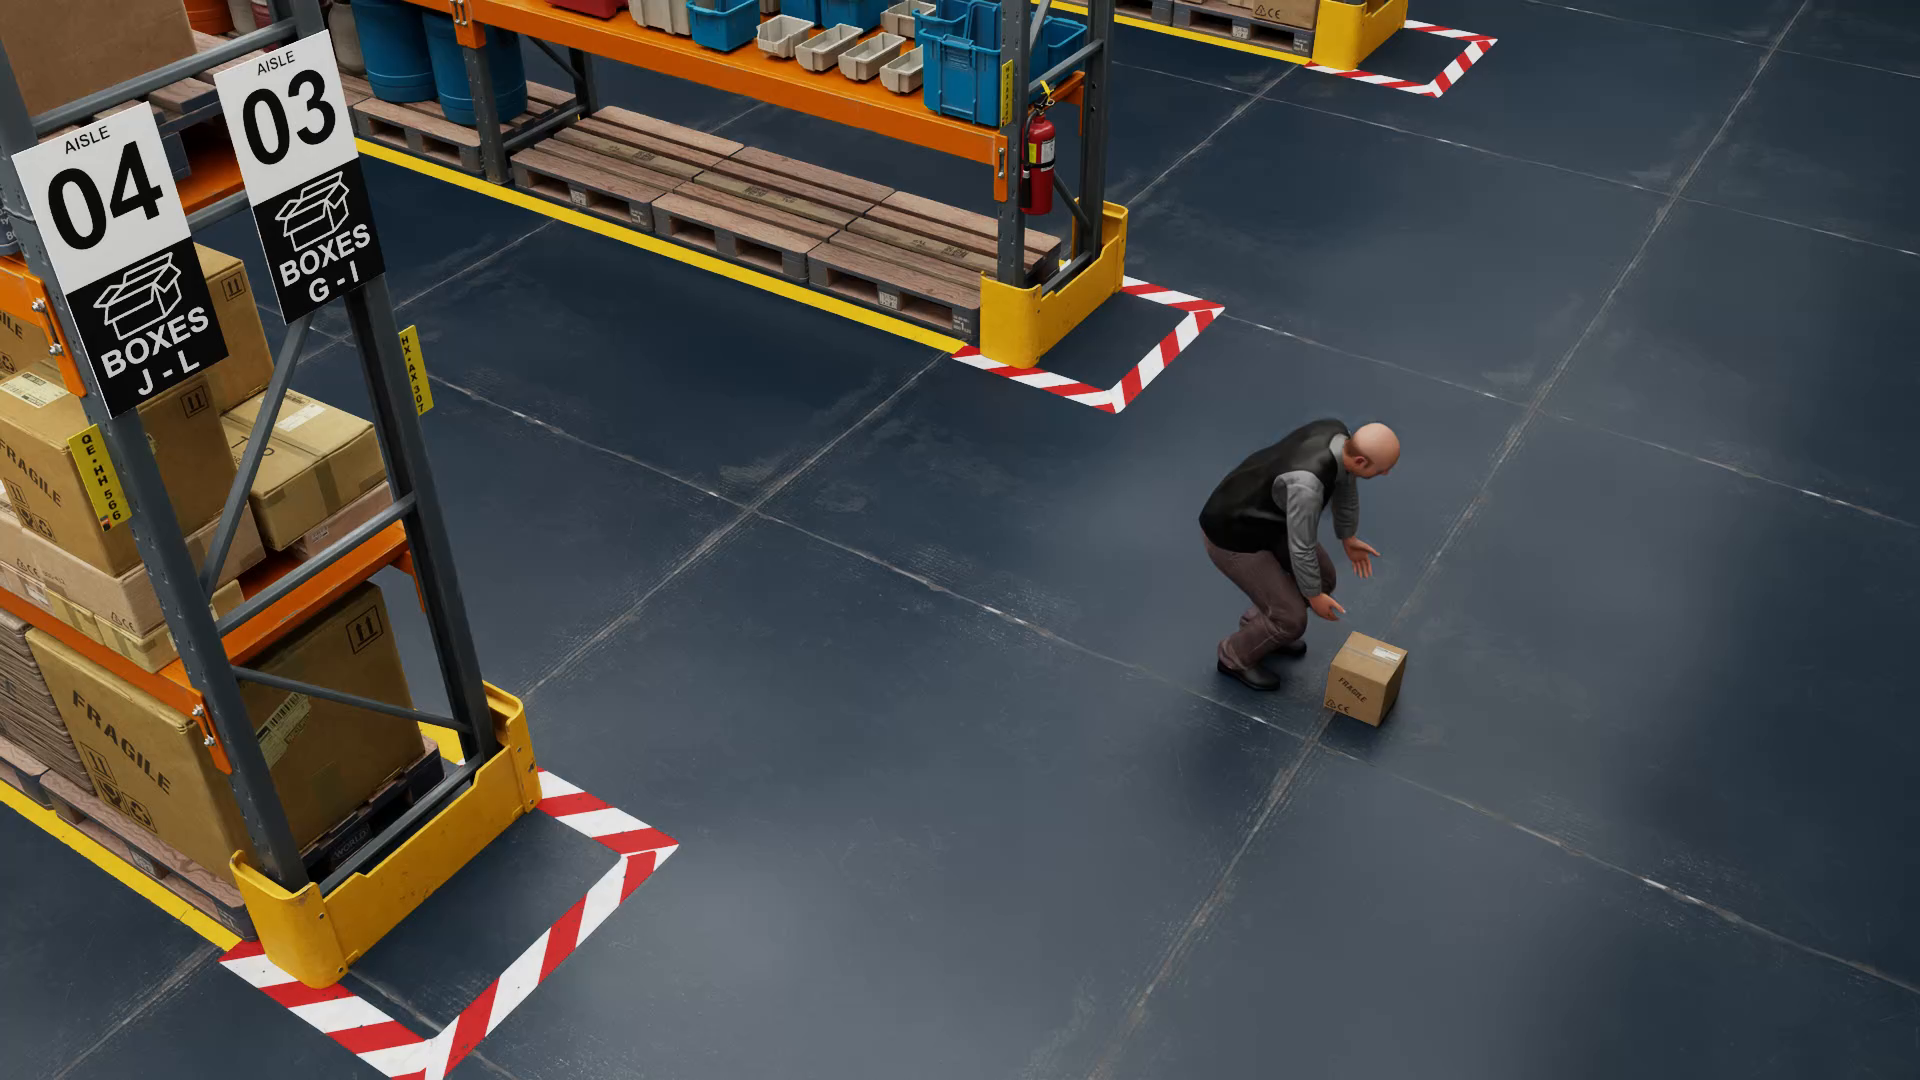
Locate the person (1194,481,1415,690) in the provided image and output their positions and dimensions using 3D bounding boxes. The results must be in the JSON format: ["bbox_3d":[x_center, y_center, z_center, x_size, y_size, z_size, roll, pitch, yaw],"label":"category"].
[{"bbox_3d":[1.443,0.154,7.085,0.853,1.008,0.550,21,43,25],"label":"person"}]
